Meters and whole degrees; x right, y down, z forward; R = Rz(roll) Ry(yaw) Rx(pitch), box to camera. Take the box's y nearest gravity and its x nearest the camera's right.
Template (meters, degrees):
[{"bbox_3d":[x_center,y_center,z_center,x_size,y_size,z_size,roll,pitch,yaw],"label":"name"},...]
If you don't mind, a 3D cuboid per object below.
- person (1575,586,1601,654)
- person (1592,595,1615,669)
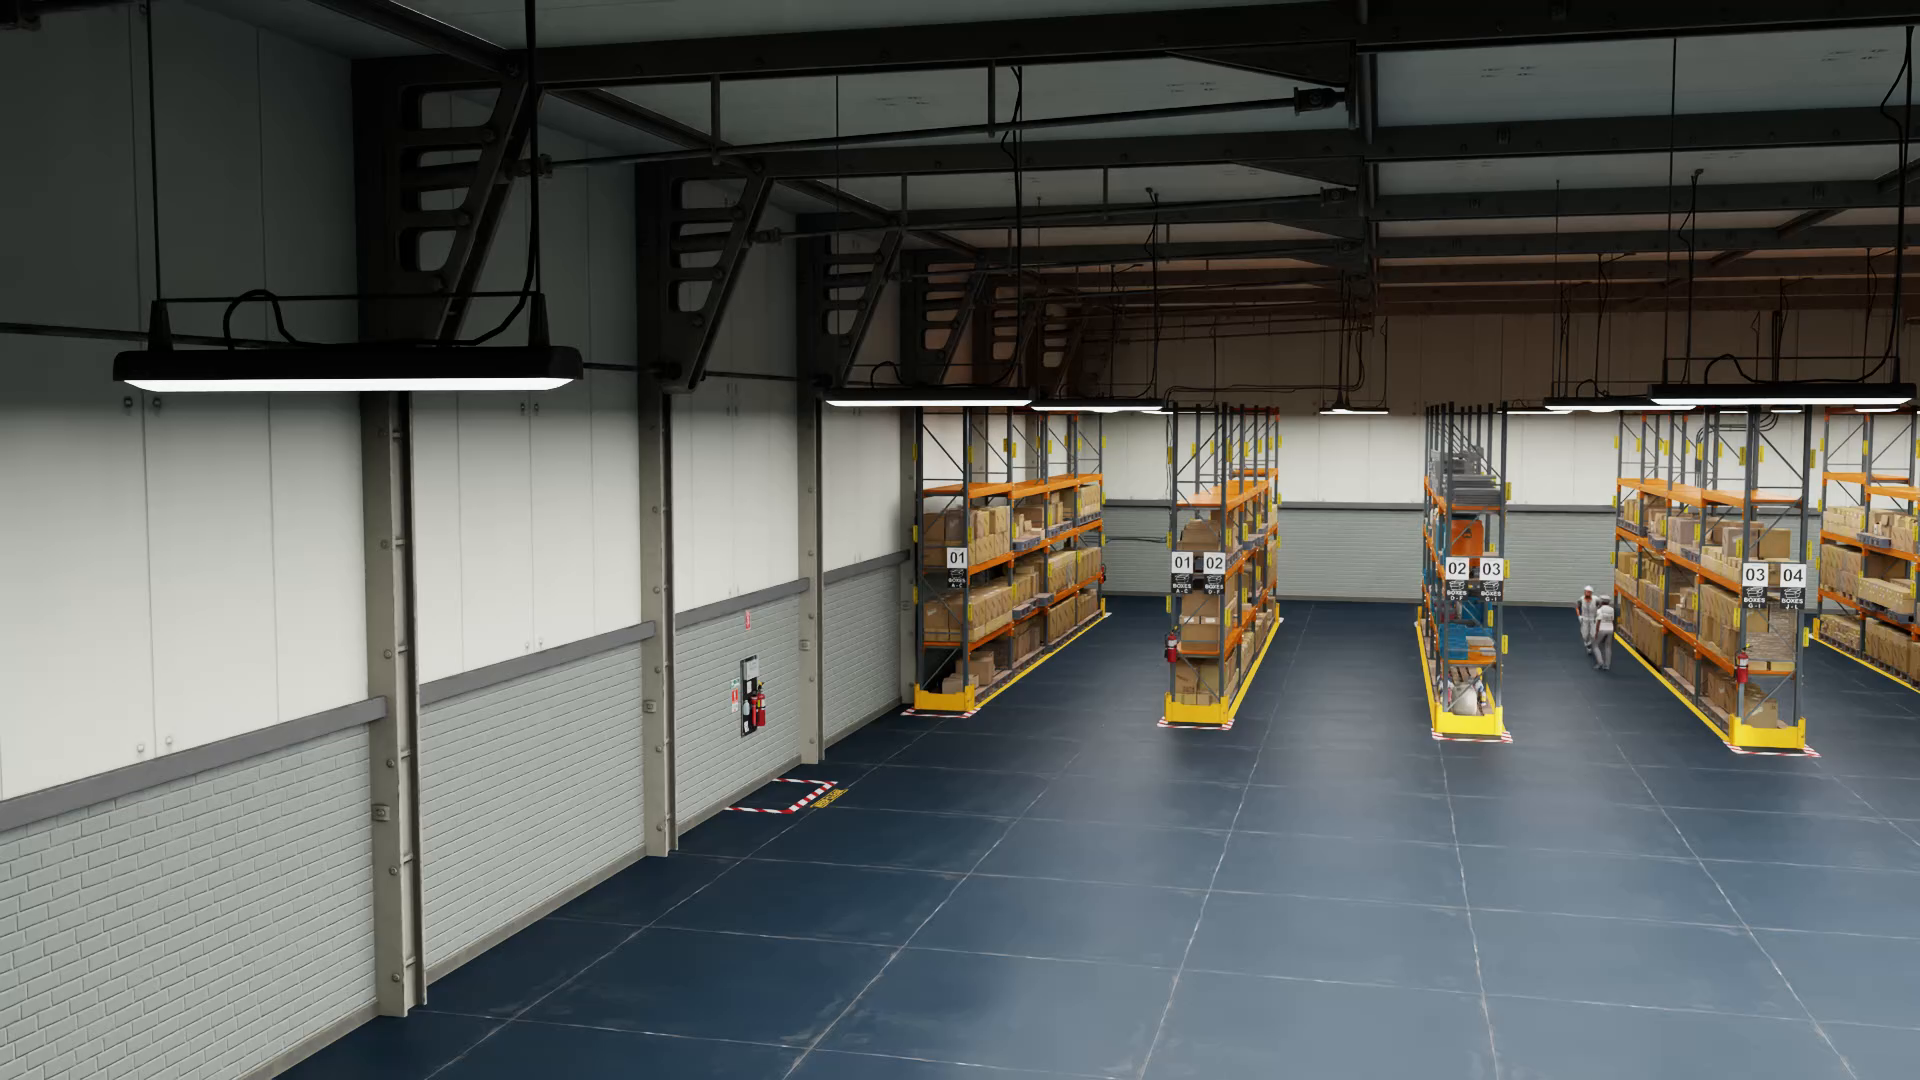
[{"bbox_3d":[15.171,1.928,40.077,0.666,1.684,0.637,2,5,24],"label":"person"},{"bbox_3d":[14.640,2.111,37.802,0.499,1.709,0.361,-1,4,-14],"label":"person"}]
